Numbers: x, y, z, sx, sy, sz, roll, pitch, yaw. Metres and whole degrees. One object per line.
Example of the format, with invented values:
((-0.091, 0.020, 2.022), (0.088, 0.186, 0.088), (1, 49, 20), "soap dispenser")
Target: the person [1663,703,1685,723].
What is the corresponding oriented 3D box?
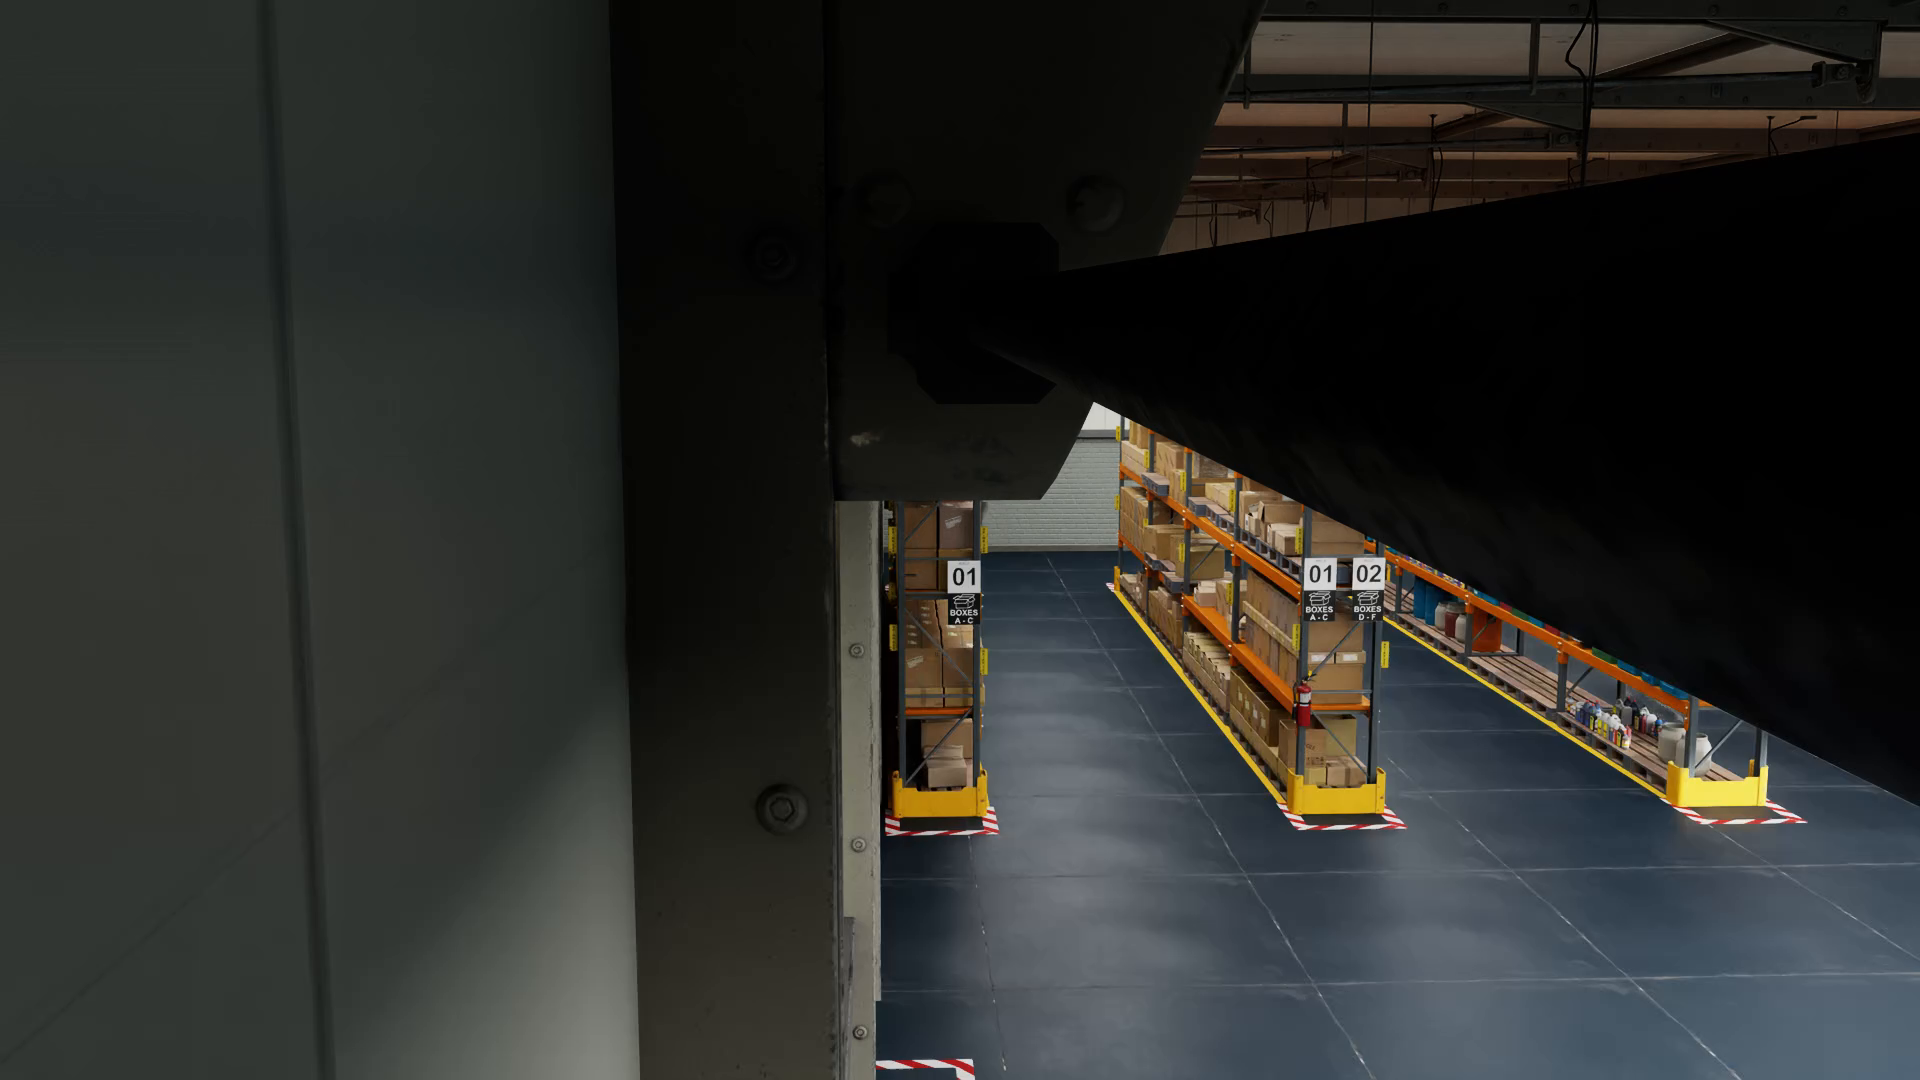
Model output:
((10.878, 1.892, 25.215), (0.416, 1.635, 0.933), (-1, 8, -8), "person")
